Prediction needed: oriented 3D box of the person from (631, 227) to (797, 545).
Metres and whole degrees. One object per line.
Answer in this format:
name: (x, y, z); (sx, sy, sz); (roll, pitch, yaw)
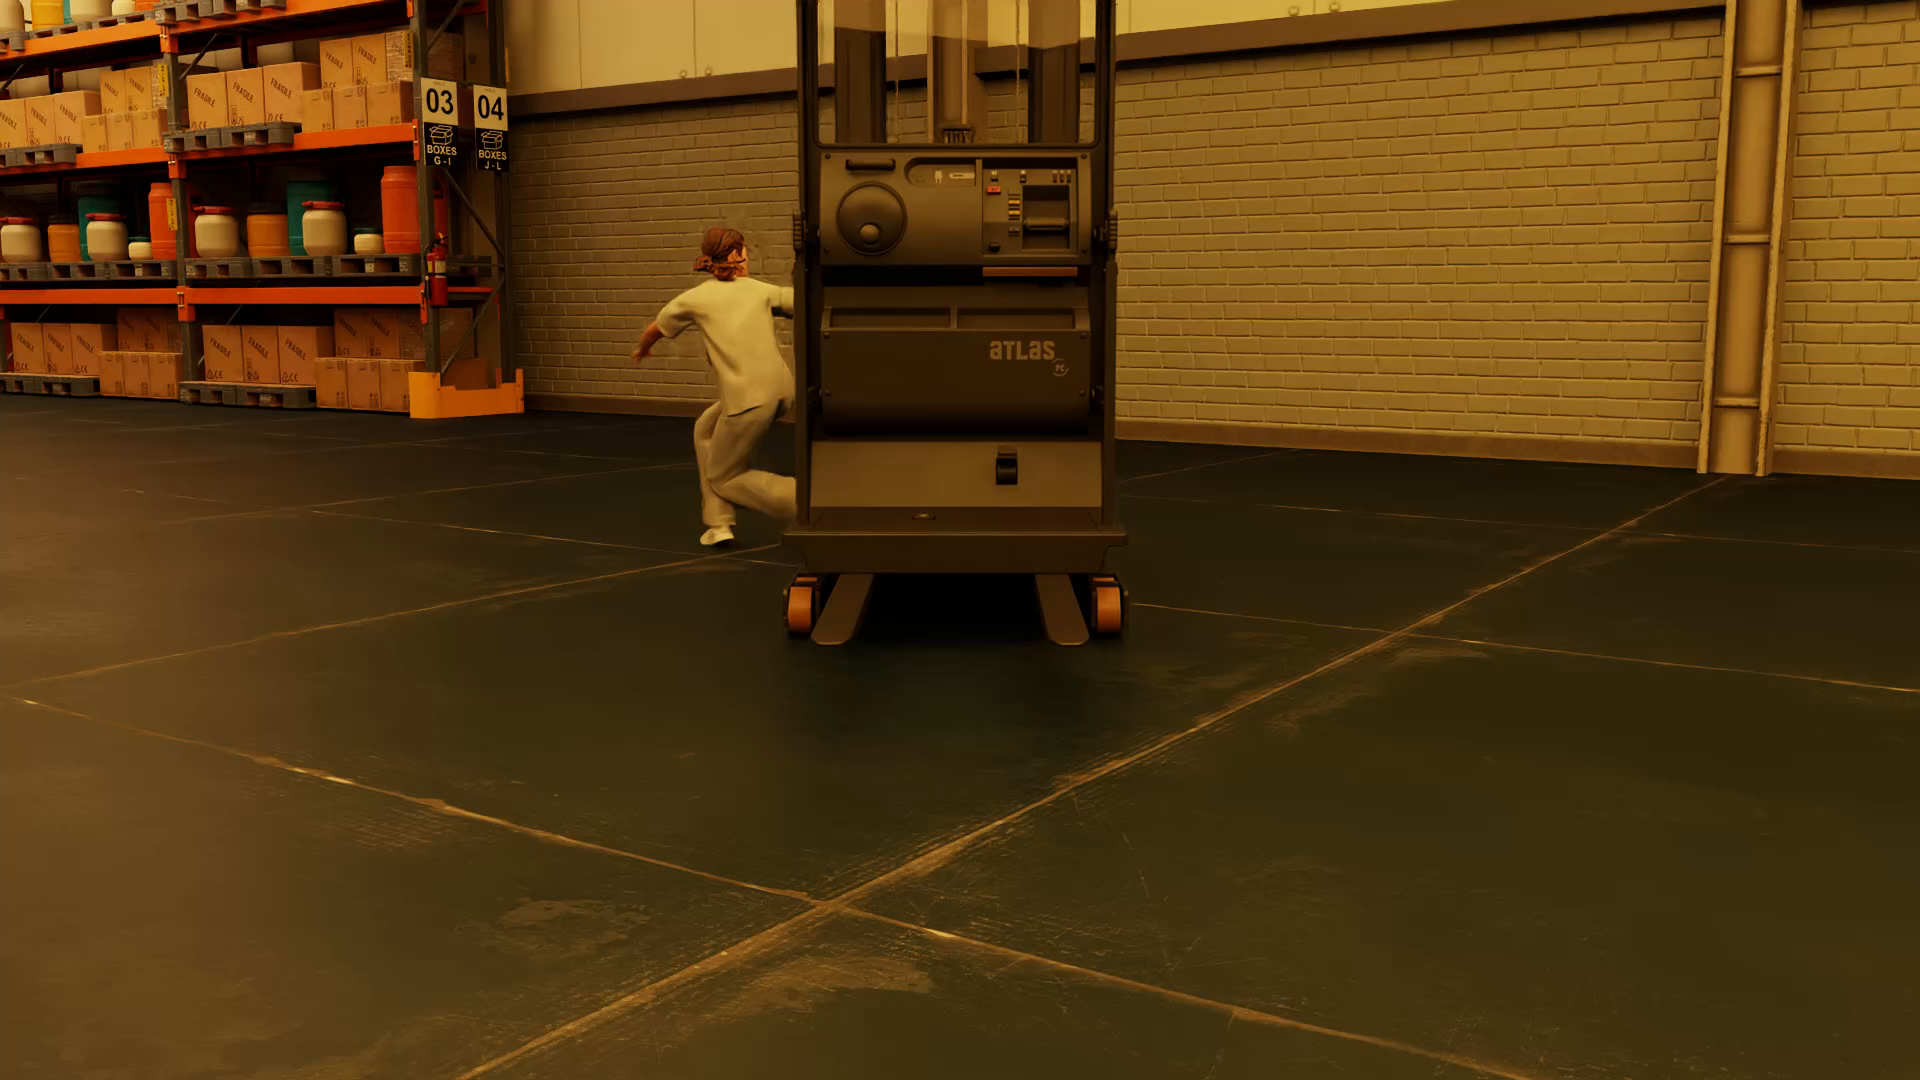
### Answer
person: (-0.973, -0.666, 7.388); (1.052, 1.419, 0.734); (8, 11, 43)

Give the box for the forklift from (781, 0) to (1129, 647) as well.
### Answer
forklift: (-0.014, -1.182, 5.504); (1.130, 2.935, 3.031); (0, 8, 0)
